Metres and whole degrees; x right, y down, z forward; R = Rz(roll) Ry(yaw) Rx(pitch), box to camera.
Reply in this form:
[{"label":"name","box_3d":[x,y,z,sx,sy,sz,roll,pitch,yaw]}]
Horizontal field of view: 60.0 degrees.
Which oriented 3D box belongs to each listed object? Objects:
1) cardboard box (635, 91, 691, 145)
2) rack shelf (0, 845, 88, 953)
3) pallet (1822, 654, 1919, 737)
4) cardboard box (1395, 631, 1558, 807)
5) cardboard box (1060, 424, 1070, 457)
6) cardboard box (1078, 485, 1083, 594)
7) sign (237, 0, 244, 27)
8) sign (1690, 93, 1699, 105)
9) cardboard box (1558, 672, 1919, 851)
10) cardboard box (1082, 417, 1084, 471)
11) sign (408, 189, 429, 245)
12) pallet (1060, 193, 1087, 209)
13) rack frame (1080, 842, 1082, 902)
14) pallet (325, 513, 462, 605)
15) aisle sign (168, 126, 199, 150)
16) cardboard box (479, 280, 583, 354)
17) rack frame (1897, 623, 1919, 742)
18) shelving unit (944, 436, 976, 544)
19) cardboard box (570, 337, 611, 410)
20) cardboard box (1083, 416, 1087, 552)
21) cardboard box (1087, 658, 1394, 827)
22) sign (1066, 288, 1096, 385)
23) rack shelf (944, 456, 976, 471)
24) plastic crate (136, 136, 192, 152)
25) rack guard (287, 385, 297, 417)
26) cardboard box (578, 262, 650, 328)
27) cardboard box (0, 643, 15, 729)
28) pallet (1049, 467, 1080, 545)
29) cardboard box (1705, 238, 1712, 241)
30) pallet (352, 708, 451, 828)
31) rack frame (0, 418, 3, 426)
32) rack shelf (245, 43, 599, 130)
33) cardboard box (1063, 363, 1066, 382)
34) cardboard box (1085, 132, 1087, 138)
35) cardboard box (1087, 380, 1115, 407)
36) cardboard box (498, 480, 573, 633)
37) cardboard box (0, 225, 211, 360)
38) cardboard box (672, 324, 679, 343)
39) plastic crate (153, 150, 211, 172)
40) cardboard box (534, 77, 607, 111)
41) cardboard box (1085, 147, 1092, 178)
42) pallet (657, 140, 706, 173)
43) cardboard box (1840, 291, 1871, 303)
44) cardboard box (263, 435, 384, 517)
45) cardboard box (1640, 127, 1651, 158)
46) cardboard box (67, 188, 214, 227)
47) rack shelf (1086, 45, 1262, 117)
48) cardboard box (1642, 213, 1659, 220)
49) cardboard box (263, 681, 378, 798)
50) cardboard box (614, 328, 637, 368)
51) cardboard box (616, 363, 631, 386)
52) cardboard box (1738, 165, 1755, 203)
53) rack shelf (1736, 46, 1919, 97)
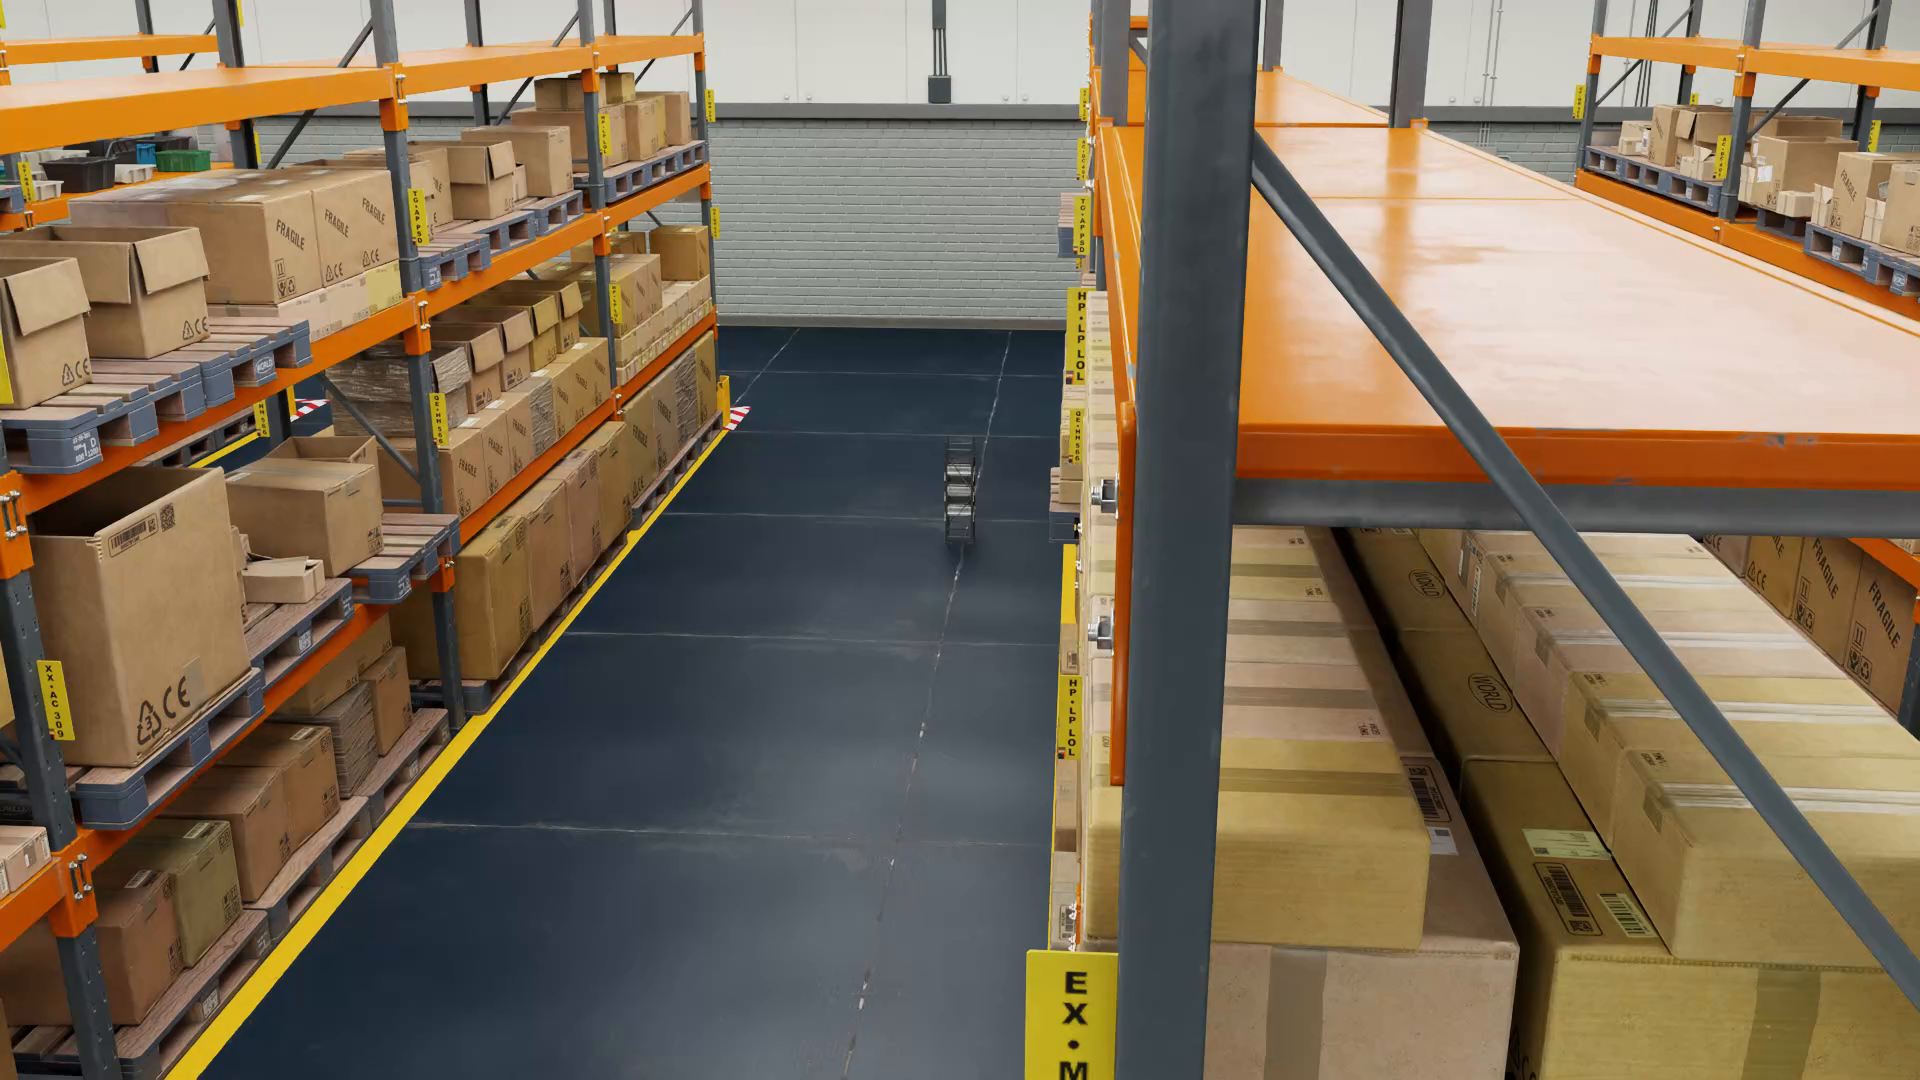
[{"label":"cardboard box","box_3d":[-3.119,-4.269,16.823,0.700,0.500,0.500,0,18,1]},{"label":"rack shelf","box_3d":[-4.139,1.978,4.725,1.077,0.370,4.000,1,18,4]},{"label":"pallet","box_3d":[6.308,1.076,10.801,1.003,0.211,1.213,1,18,4]},{"label":"cardboard box","box_3d":[0.984,0.355,2.634,0.500,0.250,0.500,1,18,3]},{"label":"cardboard box","box_3d":[0.809,-0.611,10.243,0.380,0.149,0.250,1,18,2]},{"label":"cardboard box","box_3d":[0.930,0.000,9.444,0.500,0.500,0.500,1,18,5]},{"label":"sign","box_3d":[-7.525,-5.513,17.314,0.100,0.325,0.005,1,18,4]},{"label":"sign","box_3d":[7.290,-4.283,16.565,0.100,0.325,0.005,1,18,4]},{"label":"cardboard box","box_3d":[1.018,0.293,2.183,0.380,0.149,0.250,1,18,4]},{"label":"cardboard box","box_3d":[0.580,-0.291,5.244,0.380,0.149,0.250,1,18,3]},{"label":"sign","box_3d":[-3.167,-1.886,9.714,0.100,0.325,0.005,1,18,4]},{"label":"pallet","box_3d":[1.368,-2.475,12.642,1.213,0.211,1.003,1,18,4]},{"label":"rack frame","box_3d":[0.945,1.157,6.075,1.000,3.000,0.127,1,18,4]},{"label":"pallet","box_3d":[-3.653,0.087,9.647,1.213,0.211,1.003,1,18,4]},{"label":"aisle sign","box_3d":[-8.366,-4.087,17.904,0.394,0.787,0.004,1,18,4]},{"label":"cardboard box","box_3d":[-3.459,-1.796,13.314,0.797,0.503,0.637,1,18,2]},{"label":"rack frame","box_3d":[6.176,-0.006,9.625,1.000,3.000,0.127,1,18,4]},{"label":"shelving unit","box_3d":[0.001,-0.430,14.291,0.258,0.900,0.210,1,18,4]},{"label":"cardboard box","box_3d":[-3.183,-1.366,13.614,0.500,0.500,0.500,1,18,4]},{"label":"cardboard box","box_3d":[0.560,-0.127,4.103,0.500,0.250,0.500,1,18,3]},{"label":"cardboard box","box_3d":[0.363,0.277,2.230,0.380,0.149,0.250,1,18,4]},{"label":"sign","box_3d":[0.403,-0.673,5.506,0.100,0.325,0.005,1,18,4]},{"label":"rack shelf","box_3d":[0.001,-0.655,14.217,0.258,0.077,0.200,1,18,4]},{"label":"plastic crate","box_3d":[-8.381,-4.073,17.428,0.497,0.269,0.590,1,18,4]},{"label":"rack guard","box_3d":[-8.086,-1.643,18.633,1.175,0.500,0.348,1,18,4]},{"label":"cardboard box","box_3d":[-3.089,-2.192,14.855,0.500,0.500,0.500,1,18,4]},{"label":"cardboard box","box_3d":[-3.753,0.497,5.846,0.500,0.500,0.500,1,18,4]},{"label":"pallet","box_3d":[1.176,-0.218,10.579,1.213,0.211,1.003,1,18,4]},{"label":"cardboard box","box_3d":[6.786,-2.570,14.640,0.380,0.149,0.250,1,18,4]},{"label":"pallet","box_3d":[-3.766,1.340,9.994,1.003,0.211,1.213,1,18,4]},{"label":"rack frame","box_3d":[-3.995,-1.836,5.575,1.000,3.000,0.127,1,18,4]},{"label":"rack shelf","box_3d":[-3.565,-3.168,11.436,1.077,0.370,4.000,1,18,4]},{"label":"cardboard box","box_3d":[0.940,-1.177,11.971,0.380,0.149,0.250,2,18,6]},{"label":"cardboard box","box_3d":[1.395,-3.555,15.077,0.500,0.250,0.500,1,18,2]},{"label":"cardboard box","box_3d":[0.490,-0.274,3.914,0.380,0.149,0.250,1,18,4]},{"label":"cardboard box","box_3d":[-3.567,0.092,12.063,1.225,0.875,0.875,1,18,4]},{"label":"cardboard box","box_3d":[-3.796,-1.096,7.292,0.797,0.503,0.637,2,18,6]},{"label":"cardboard box","box_3d":[-2.942,-2.000,16.113,0.380,0.149,0.250,2,18,5]},{"label":"plastic crate","box_3d":[-7.861,-3.835,16.832,0.450,0.188,0.336,1,18,4]},{"label":"cardboard box","box_3d":[-3.348,-3.838,14.302,0.500,0.250,0.500,0,18,0]},{"label":"cardboard box","box_3d":[1.277,-2.525,11.654,0.797,0.503,0.637,1,18,3]},{"label":"pallet","box_3d":[-3.178,-3.865,16.726,1.003,0.211,1.213,1,18,4]},{"label":"cardboard box","box_3d":[6.681,-1.627,12.805,0.500,0.500,0.500,2,18,6]},{"label":"cardboard box","box_3d":[-3.707,-0.306,9.705,0.500,0.500,0.500,-1,18,-3]},{"label":"cardboard box","box_3d":[6.592,-3.657,15.258,0.500,0.311,0.500,2,18,5]},{"label":"cardboard box","box_3d":[-4.068,-1.484,8.354,0.500,0.500,0.500,1,18,2]},{"label":"rack shelf","box_3d":[1.375,-3.026,11.002,1.077,0.370,4.000,1,18,4]},{"label":"cardboard box","box_3d":[6.929,-3.127,16.339,0.380,0.149,0.250,2,18,5]},{"label":"cardboard box","box_3d":[-3.764,1.132,9.458,0.700,0.500,0.500,0,18,-1]},{"label":"cardboard box","box_3d":[-3.127,-1.680,14.496,0.500,0.250,0.500,1,18,3]},{"label":"cardboard box","box_3d":[-3.069,-1.435,14.388,0.380,0.149,0.250,1,18,4]},{"label":"cardboard box","box_3d":[6.078,-2.662,12.454,0.396,0.266,0.258,1,18,3]},{"label":"rack shelf","box_3d":[6.319,-2.946,10.761,1.077,0.370,4.000,1,18,4]}]
